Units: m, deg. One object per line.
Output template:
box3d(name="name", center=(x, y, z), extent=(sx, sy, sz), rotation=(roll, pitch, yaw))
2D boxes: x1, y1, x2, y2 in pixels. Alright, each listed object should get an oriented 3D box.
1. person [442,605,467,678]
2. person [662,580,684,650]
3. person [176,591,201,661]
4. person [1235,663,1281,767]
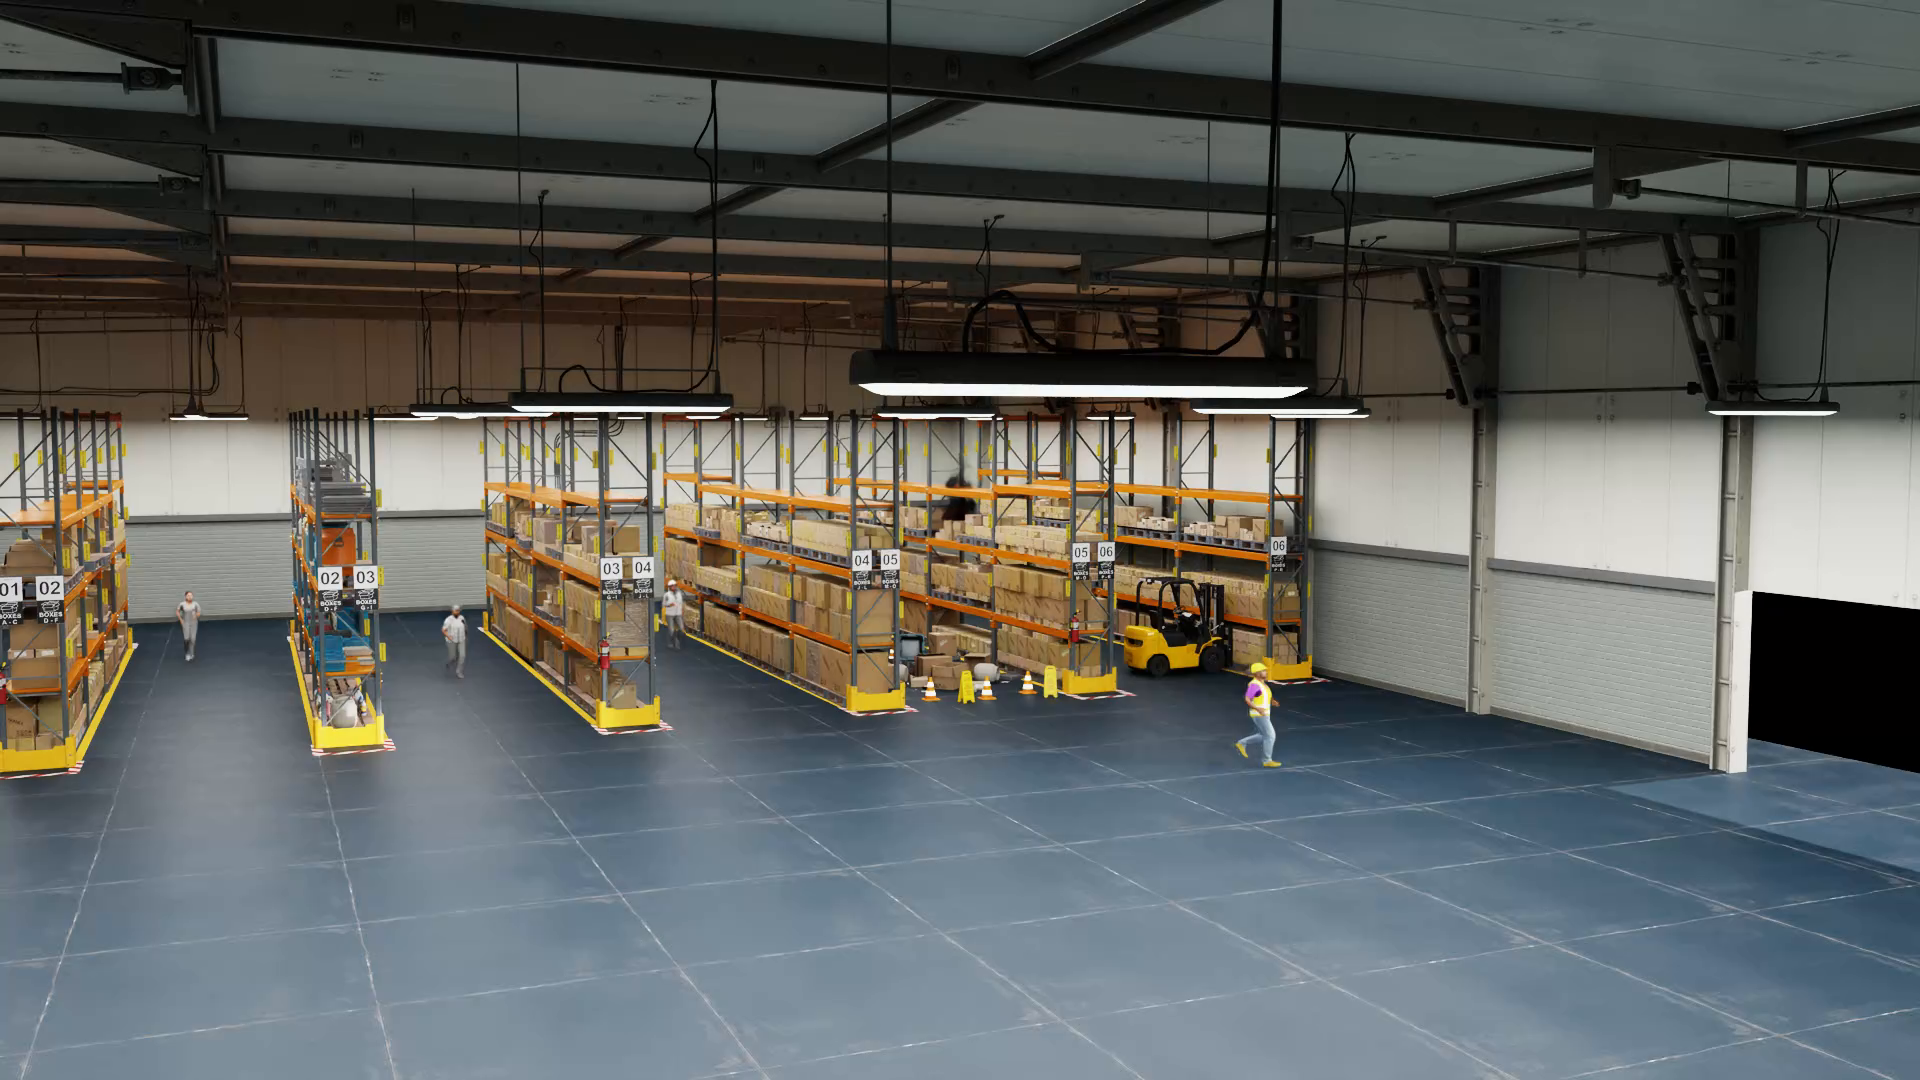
box3d(name="person", center=(-11.429, 2.285, 37.635), extent=(0.597, 1.638, 0.748), rotation=(-3, 5, -36))
box3d(name="person", center=(-7.208, 1.907, 42.025), extent=(0.640, 1.789, 0.669), rotation=(-2, 5, -28))
box3d(name="person", center=(-18.661, 2.090, 40.278), extent=(0.546, 1.705, 0.612), rotation=(-2, 5, -31))
box3d(name="person", center=(4.981, 2.913, 27.774), extent=(0.795, 1.732, 0.711), rotation=(1, 4, 20))
